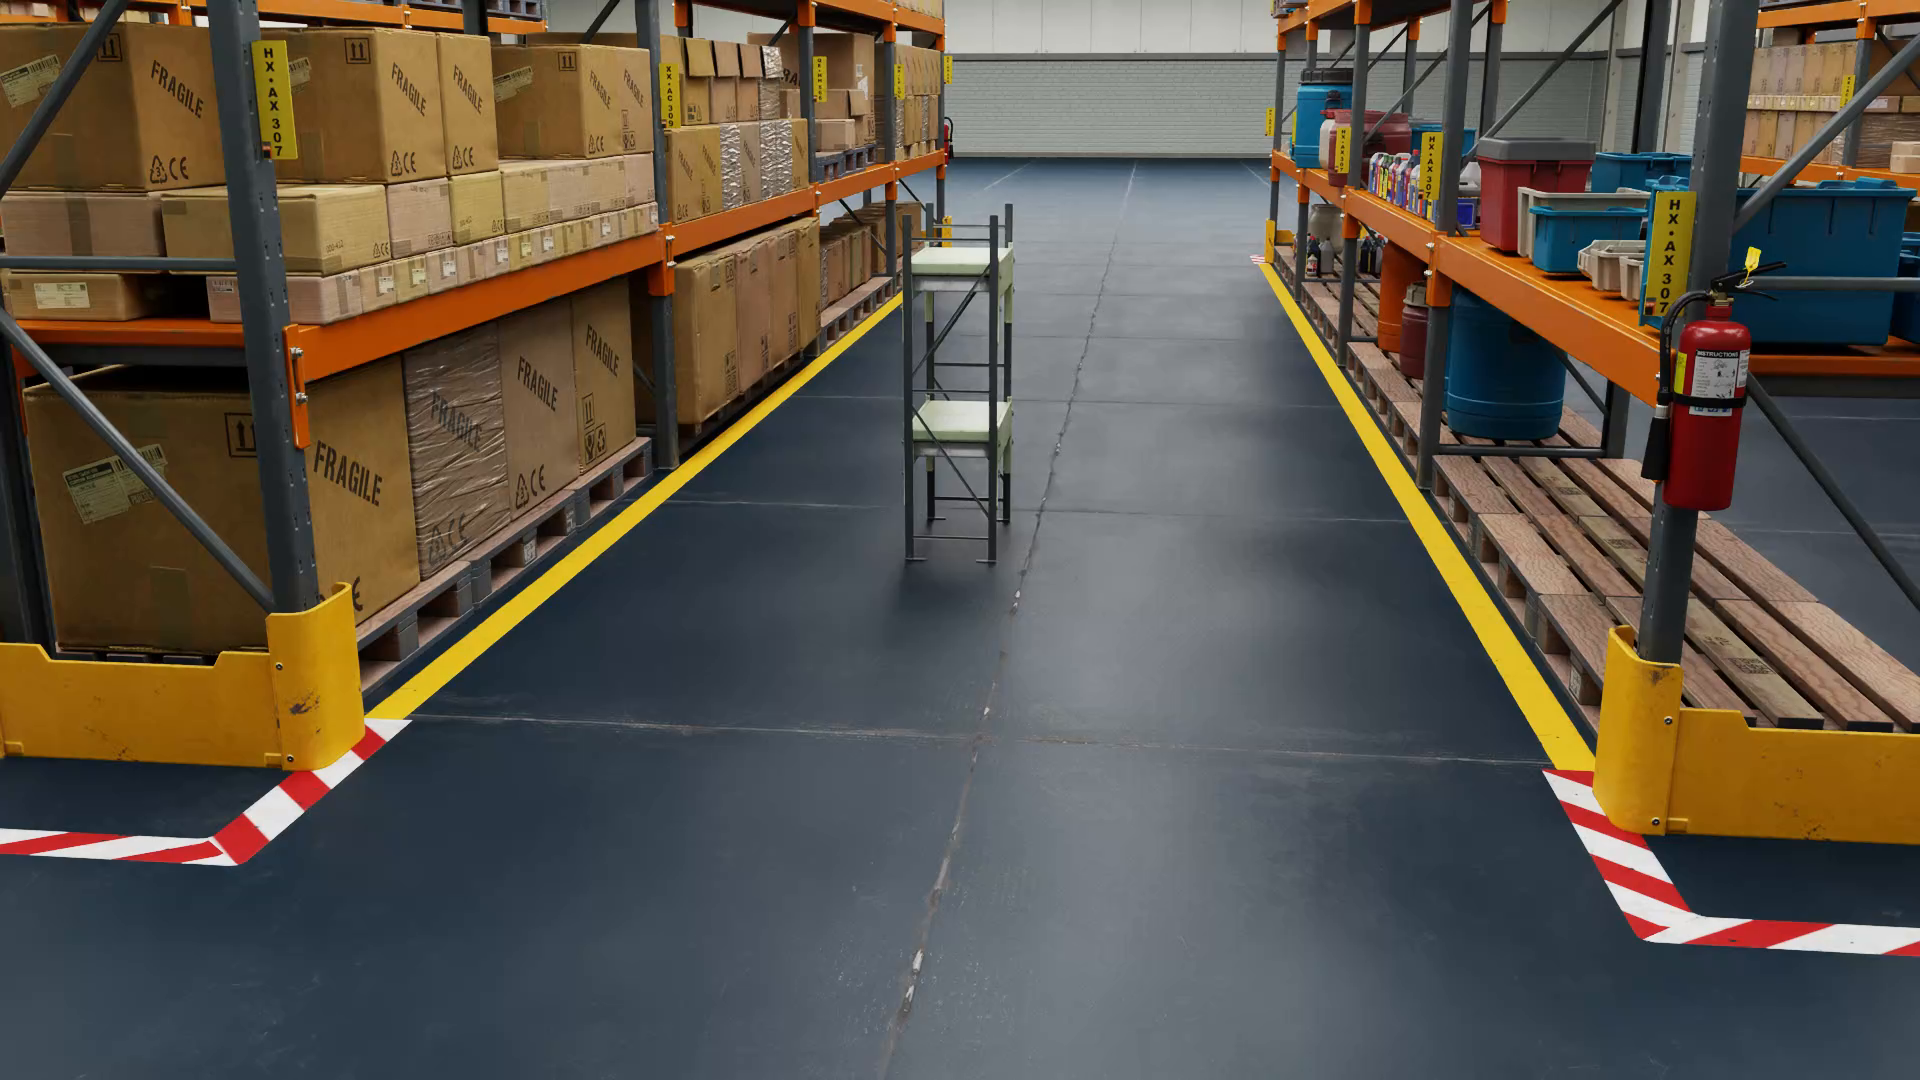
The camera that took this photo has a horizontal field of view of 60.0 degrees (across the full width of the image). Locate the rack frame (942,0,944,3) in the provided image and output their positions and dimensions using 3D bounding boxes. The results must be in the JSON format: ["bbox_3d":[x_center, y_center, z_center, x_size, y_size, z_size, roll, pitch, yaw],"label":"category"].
[{"bbox_3d":[-0.691,-7.856,19.474,1.000,3.000,0.127,2,15,6],"label":"rack frame"}]

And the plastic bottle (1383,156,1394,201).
[{"bbox_3d":[2.819,-2.366,10.891,0.061,0.283,0.133,2,15,6],"label":"plastic bottle"}]

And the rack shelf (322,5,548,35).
[{"bbox_3d":[-5.834,-5.714,18.678,1.077,0.370,4.000,2,15,6],"label":"rack shelf"}]

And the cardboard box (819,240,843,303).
[{"bbox_3d":[-1.431,-2.356,14.575,0.700,0.500,0.500,3,15,11],"label":"cardboard box"}]

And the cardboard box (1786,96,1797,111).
[{"bbox_3d":[8.690,-4.466,16.997,0.380,0.149,0.250,2,15,8],"label":"cardboard box"}]

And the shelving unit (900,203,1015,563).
[{"bbox_3d":[0.001,-0.726,7.473,0.431,1.500,0.755,2,15,6],"label":"shelving unit"}]

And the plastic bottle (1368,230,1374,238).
[{"bbox_3d":[4.372,-3.114,17.665,0.144,0.351,0.185,2,15,9],"label":"plastic bottle"}]

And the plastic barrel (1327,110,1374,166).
[{"bbox_3d":[3.370,-3.410,14.266,0.433,0.535,0.433,0,15,0],"label":"plastic barrel"}]

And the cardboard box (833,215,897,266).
[{"bbox_3d":[-1.001,-3.170,17.621,0.500,0.500,0.500,7,17,24],"label":"cardboard box"}]

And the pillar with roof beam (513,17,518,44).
[{"bbox_3d":[-8.782,-15.793,48.827,9.100,9.000,0.400,2,15,6],"label":"pillar with roof beam"}]

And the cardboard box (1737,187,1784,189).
[{"bbox_3d":[8.815,-3.642,18.411,0.500,0.500,0.500,2,15,6],"label":"cardboard box"}]

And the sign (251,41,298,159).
[{"bbox_3d":[-1.946,-1.248,4.721,0.100,0.325,0.005,2,15,6],"label":"sign"}]

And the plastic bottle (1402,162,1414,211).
[{"bbox_3d":[2.720,-2.139,10.048,0.061,0.283,0.133,2,15,6],"label":"plastic bottle"}]

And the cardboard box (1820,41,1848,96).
[{"bbox_3d":[8.800,-4.550,16.066,0.700,0.500,0.500,2,15,6],"label":"cardboard box"}]

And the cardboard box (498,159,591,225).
[{"bbox_3d":[-1.948,-1.529,7.289,0.500,0.250,0.500,2,15,7],"label":"cardboard box"}]

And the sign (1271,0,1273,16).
[{"bbox_3d":[3.684,-6.283,19.389,0.100,0.325,0.005,2,15,6],"label":"sign"}]

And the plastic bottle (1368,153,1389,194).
[{"bbox_3d":[2.957,-2.576,11.680,0.152,0.276,0.135,2,15,6],"label":"plastic bottle"}]

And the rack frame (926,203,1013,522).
[{"bbox_3d":[0.042,-0.821,7.824,0.400,1.500,0.023,2,15,6],"label":"rack frame"}]

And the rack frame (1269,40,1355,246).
[{"bbox_3d":[4.230,-4.814,19.717,1.000,3.000,0.127,2,15,6],"label":"rack frame"}]

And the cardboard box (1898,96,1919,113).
[{"bbox_3d":[8.923,-4.055,15.477,0.380,0.149,0.250,2,15,6],"label":"cardboard box"}]

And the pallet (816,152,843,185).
[{"bbox_3d":[-1.619,-2.980,13.304,1.213,0.211,1.003,2,15,6],"label":"pallet"}]

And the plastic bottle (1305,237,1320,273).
[{"bbox_3d":[3.565,-2.885,16.818,0.144,0.351,0.185,1,15,5],"label":"plastic bottle"}]

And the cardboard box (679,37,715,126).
[{"bbox_3d":[-1.892,-2.723,9.874,0.797,0.503,0.637,2,15,7],"label":"cardboard box"}]

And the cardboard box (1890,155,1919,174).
[{"bbox_3d":[8.397,-3.284,14.543,0.380,0.149,0.250,2,15,6],"label":"cardboard box"}]

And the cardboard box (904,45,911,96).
[{"bbox_3d":[-0.784,-4.836,17.122,0.500,0.500,0.500,2,15,6],"label":"cardboard box"}]

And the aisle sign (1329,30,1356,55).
[{"bbox_3d":[4.533,-6.079,19.415,0.394,0.787,0.004,2,15,6],"label":"aisle sign"}]

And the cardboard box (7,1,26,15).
[{"bbox_3d":[-10.598,-5.881,18.399,0.380,0.149,0.250,1,15,5],"label":"cardboard box"}]

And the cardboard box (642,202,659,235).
[{"bbox_3d":[-1.754,-1.637,8.452,0.380,0.149,0.250,2,15,7],"label":"cardboard box"}]

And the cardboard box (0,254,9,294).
[{"bbox_3d":[-6.559,-1.700,10.749,0.500,0.250,0.500,2,15,8],"label":"cardboard box"}]

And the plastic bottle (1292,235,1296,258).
[{"bbox_3d":[3.716,-3.248,18.311,0.097,0.271,0.097,0,15,0],"label":"plastic bottle"}]

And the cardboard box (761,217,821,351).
[{"bbox_3d":[-1.692,-1.883,12.146,1.225,0.875,0.875,1,15,4],"label":"cardboard box"}]

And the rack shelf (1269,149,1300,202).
[{"bbox_3d":[4.004,-3.948,17.893,1.077,0.370,4.000,2,15,6],"label":"rack shelf"}]

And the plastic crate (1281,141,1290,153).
[{"bbox_3d":[3.809,-4.464,18.929,0.298,0.136,0.250,2,15,6],"label":"plastic crate"}]

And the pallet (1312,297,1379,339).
[{"bbox_3d":[3.594,-1.908,14.314,1.003,0.211,1.213,2,15,6],"label":"pallet"}]

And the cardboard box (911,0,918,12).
[{"bbox_3d":[-0.716,-5.673,17.435,0.500,0.250,0.500,1,15,4],"label":"cardboard box"}]

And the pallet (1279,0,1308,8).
[{"bbox_3d":[3.763,-5.323,16.217,1.213,0.211,1.003,2,15,6],"label":"pallet"}]

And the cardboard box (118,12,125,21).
[{"bbox_3d":[-10.360,-6.344,20.111,0.380,0.149,0.250,2,15,8],"label":"cardboard box"}]

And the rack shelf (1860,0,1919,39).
[{"bbox_3d":[8.474,-4.211,13.122,1.077,0.370,4.000,2,15,6],"label":"rack shelf"}]

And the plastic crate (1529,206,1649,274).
[{"bbox_3d":[2.402,-1.152,6.383,0.416,0.233,0.300,2,15,6],"label":"plastic crate"}]

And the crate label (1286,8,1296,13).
[{"bbox_3d":[3.691,-5.714,17.586,0.502,0.251,0.408,2,15,6],"label":"crate label"}]

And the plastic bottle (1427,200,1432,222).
[{"bbox_3d":[2.655,-1.926,9.131,0.144,0.351,0.185,2,15,6],"label":"plastic bottle"}]

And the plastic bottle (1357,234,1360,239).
[{"bbox_3d":[4.297,-3.164,17.978,0.061,0.283,0.133,2,15,6],"label":"plastic bottle"}]

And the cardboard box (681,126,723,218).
[{"bbox_3d":[-1.689,-2.138,9.630,0.500,0.500,0.500,2,15,6],"label":"cardboard box"}]

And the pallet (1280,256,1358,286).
[{"bbox_3d":[4.031,-2.920,18.058,1.003,0.211,1.213,2,15,6],"label":"pallet"}]

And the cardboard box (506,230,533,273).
[{"bbox_3d":[-1.956,-1.170,6.723,0.380,0.149,0.250,1,15,5],"label":"cardboard box"}]

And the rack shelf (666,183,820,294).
[{"bbox_3d":[-1.820,-2.019,10.759,1.077,0.370,4.000,2,15,6],"label":"rack shelf"}]

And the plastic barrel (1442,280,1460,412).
[{"bbox_3d":[3.034,-1.215,9.626,0.600,0.901,0.708,2,15,6],"label":"plastic barrel"}]

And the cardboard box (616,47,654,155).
[{"bbox_3d":[-1.831,-2.153,8.160,0.500,0.500,0.500,2,15,8],"label":"cardboard box"}]

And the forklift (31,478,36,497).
[{"bbox_3d":[-4.709,-1.251,6.675,1.130,2.935,3.031,1,15,5],"label":"forklift"}]

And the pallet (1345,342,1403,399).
[{"bbox_3d":[3.280,-1.187,11.647,1.003,0.211,1.213,2,15,6],"label":"pallet"}]
